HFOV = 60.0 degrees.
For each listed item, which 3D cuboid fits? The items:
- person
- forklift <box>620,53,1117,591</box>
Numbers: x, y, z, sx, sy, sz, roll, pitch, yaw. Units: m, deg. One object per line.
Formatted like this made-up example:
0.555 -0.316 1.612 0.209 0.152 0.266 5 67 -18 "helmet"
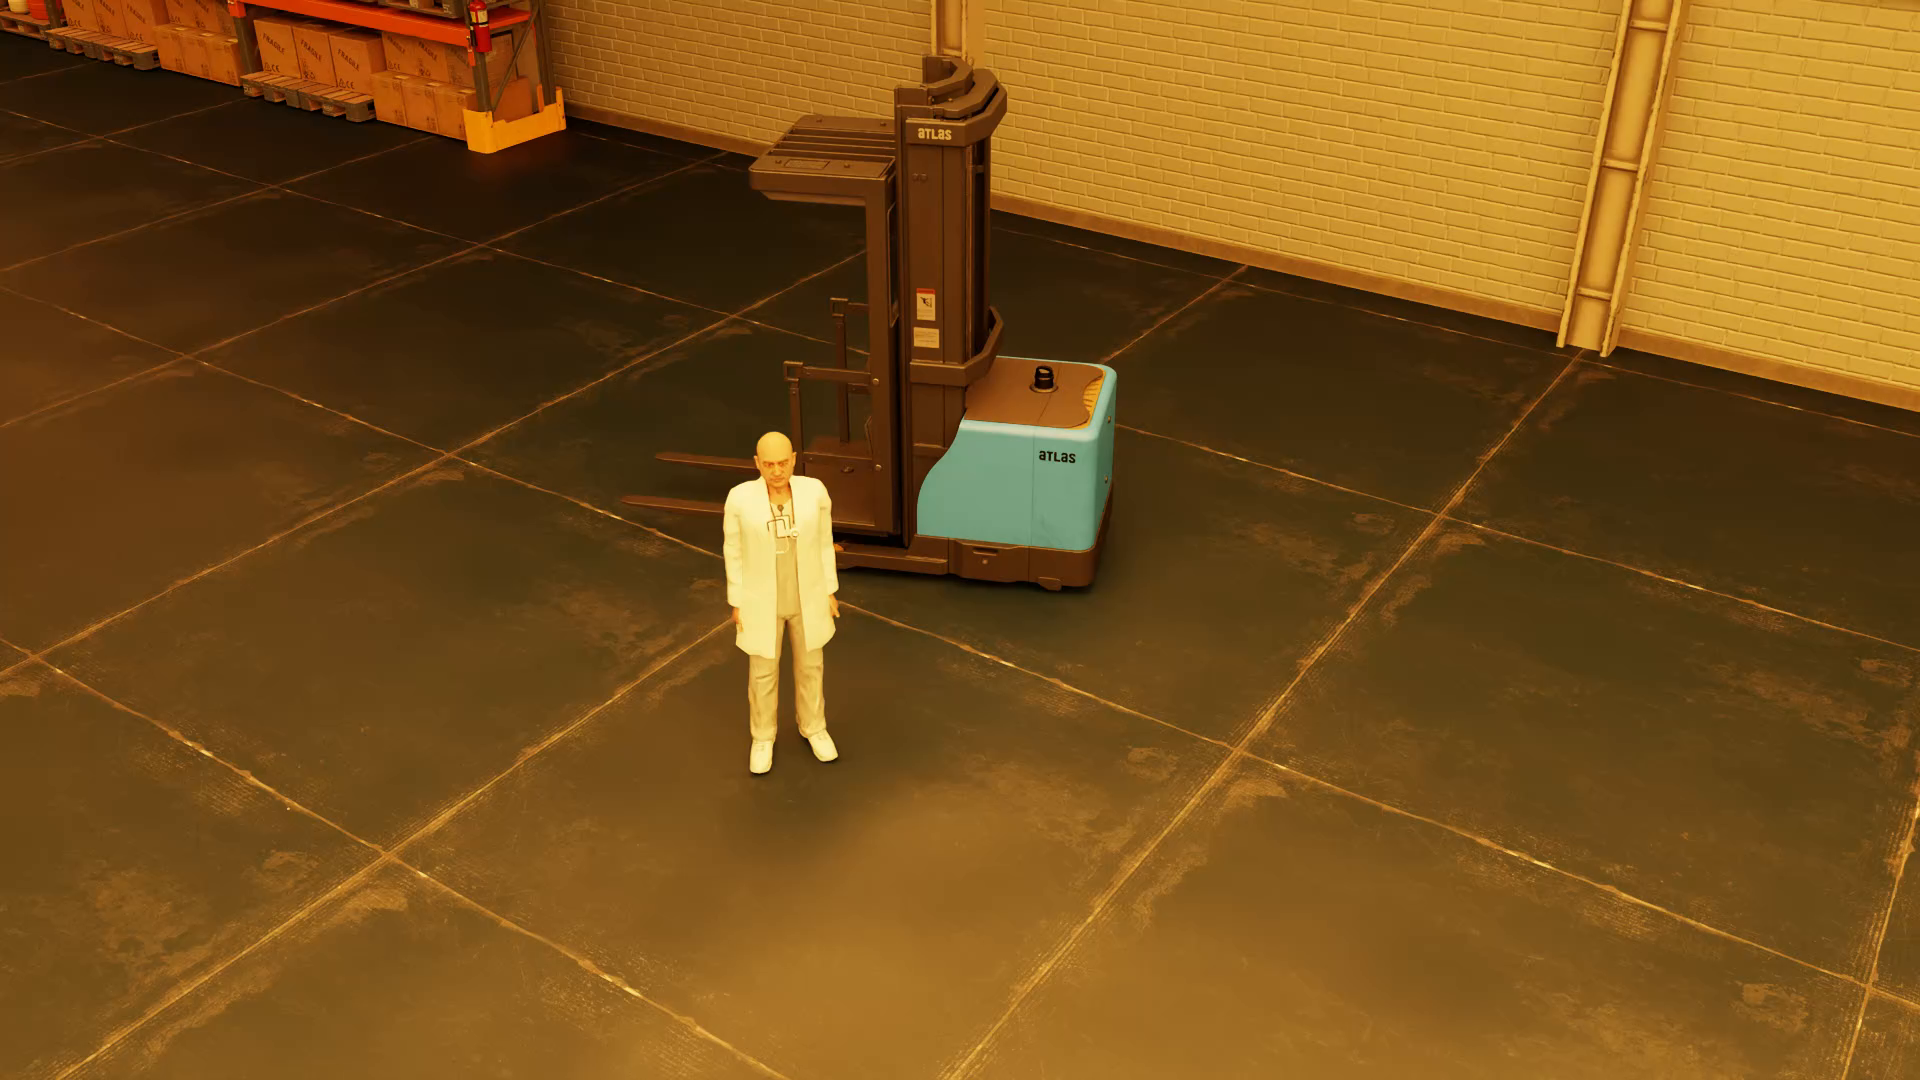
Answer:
-0.858 0.312 8.190 0.550 1.781 0.392 -8 31 -14 "person"
-0.596 -1.330 9.871 3.031 2.935 1.130 6 31 10 "forklift"
